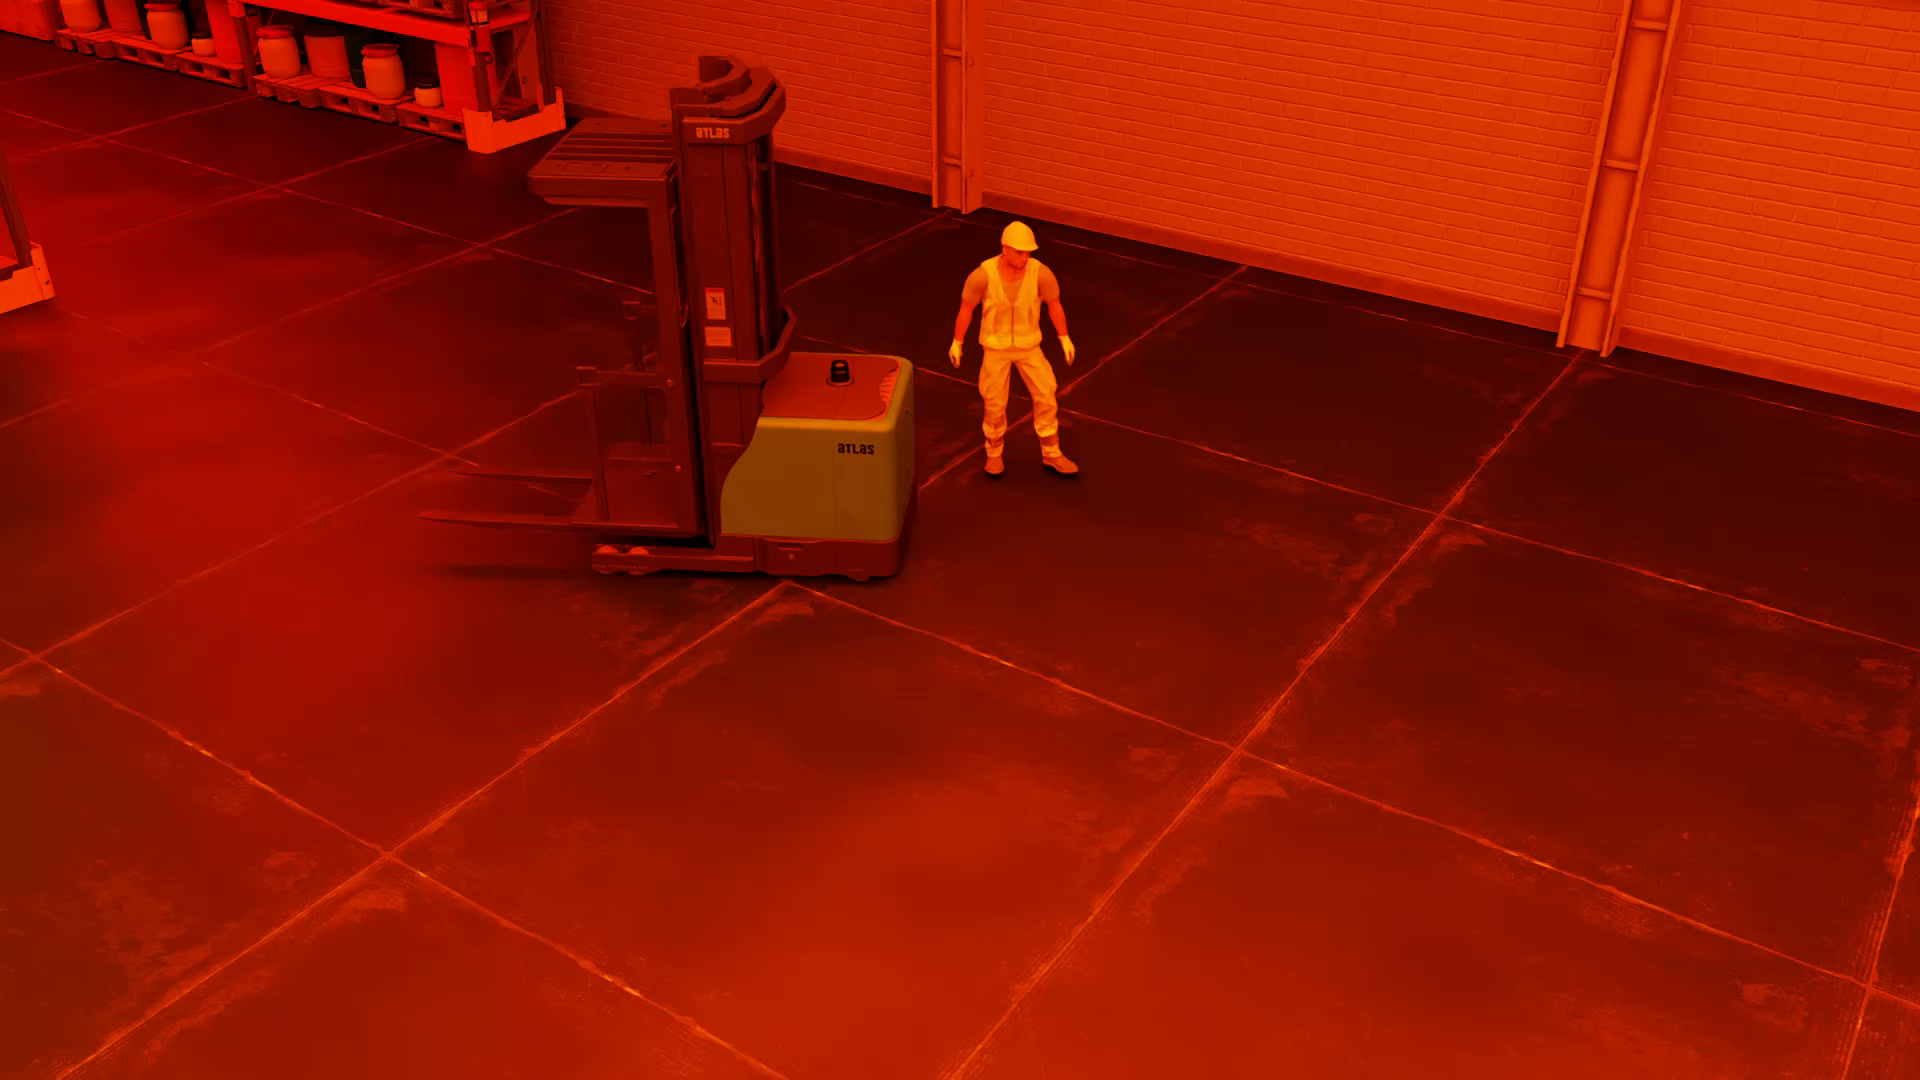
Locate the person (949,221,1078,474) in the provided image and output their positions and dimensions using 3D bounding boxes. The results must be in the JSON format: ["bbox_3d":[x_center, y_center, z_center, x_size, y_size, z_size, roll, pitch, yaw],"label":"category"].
[{"bbox_3d":[0.362,-1.242,10.819,0.849,1.749,0.429,-4,30,-6],"label":"person"}]

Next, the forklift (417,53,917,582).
[{"bbox_3d":[-1.826,-1.313,9.843,3.031,2.935,1.130,3,30,5],"label":"forklift"}]
